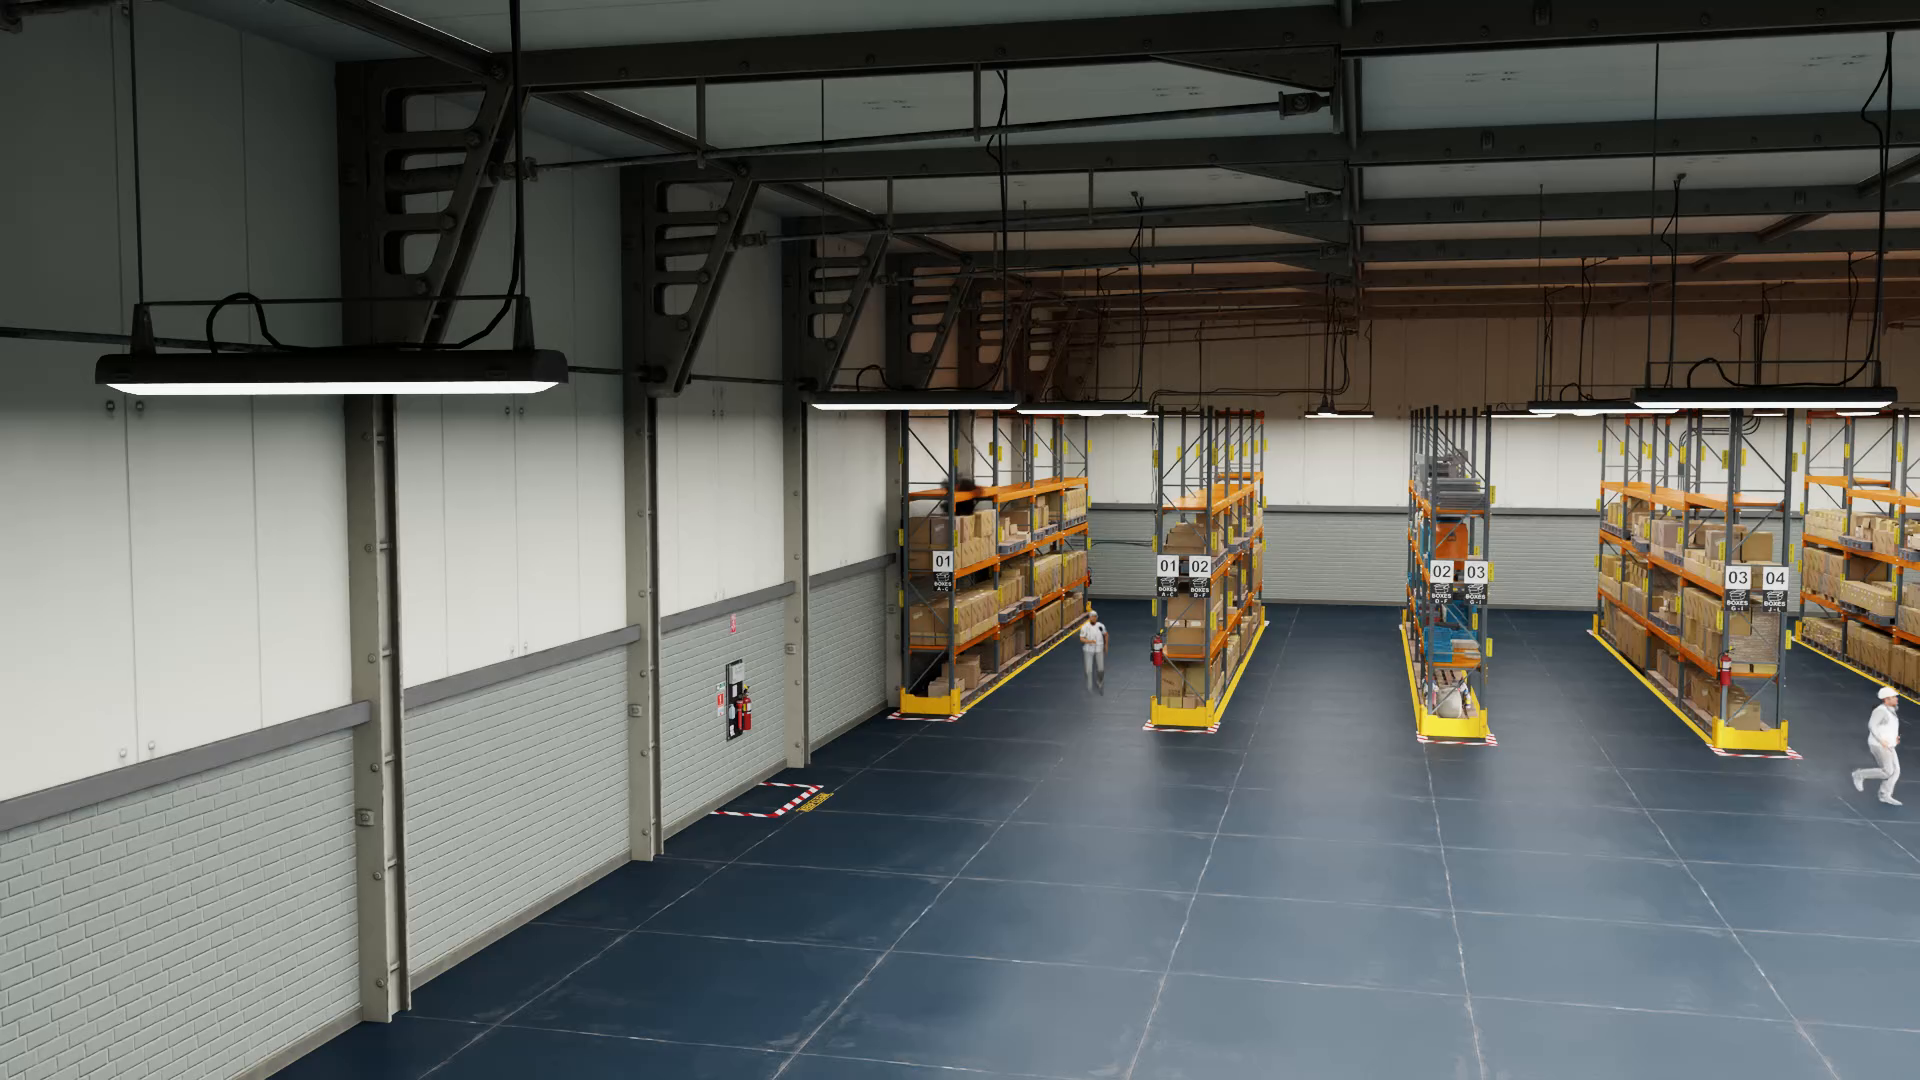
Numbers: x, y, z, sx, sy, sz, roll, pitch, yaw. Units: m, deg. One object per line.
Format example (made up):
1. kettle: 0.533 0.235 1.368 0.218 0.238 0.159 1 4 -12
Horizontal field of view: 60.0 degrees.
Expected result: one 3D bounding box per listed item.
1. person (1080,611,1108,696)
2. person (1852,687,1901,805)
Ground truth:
1. person: 2.683 2.267 33.096 0.608 1.716 0.621 0 4 -5
2. person: 13.831 3.072 25.014 0.681 1.745 0.681 4 6 42
